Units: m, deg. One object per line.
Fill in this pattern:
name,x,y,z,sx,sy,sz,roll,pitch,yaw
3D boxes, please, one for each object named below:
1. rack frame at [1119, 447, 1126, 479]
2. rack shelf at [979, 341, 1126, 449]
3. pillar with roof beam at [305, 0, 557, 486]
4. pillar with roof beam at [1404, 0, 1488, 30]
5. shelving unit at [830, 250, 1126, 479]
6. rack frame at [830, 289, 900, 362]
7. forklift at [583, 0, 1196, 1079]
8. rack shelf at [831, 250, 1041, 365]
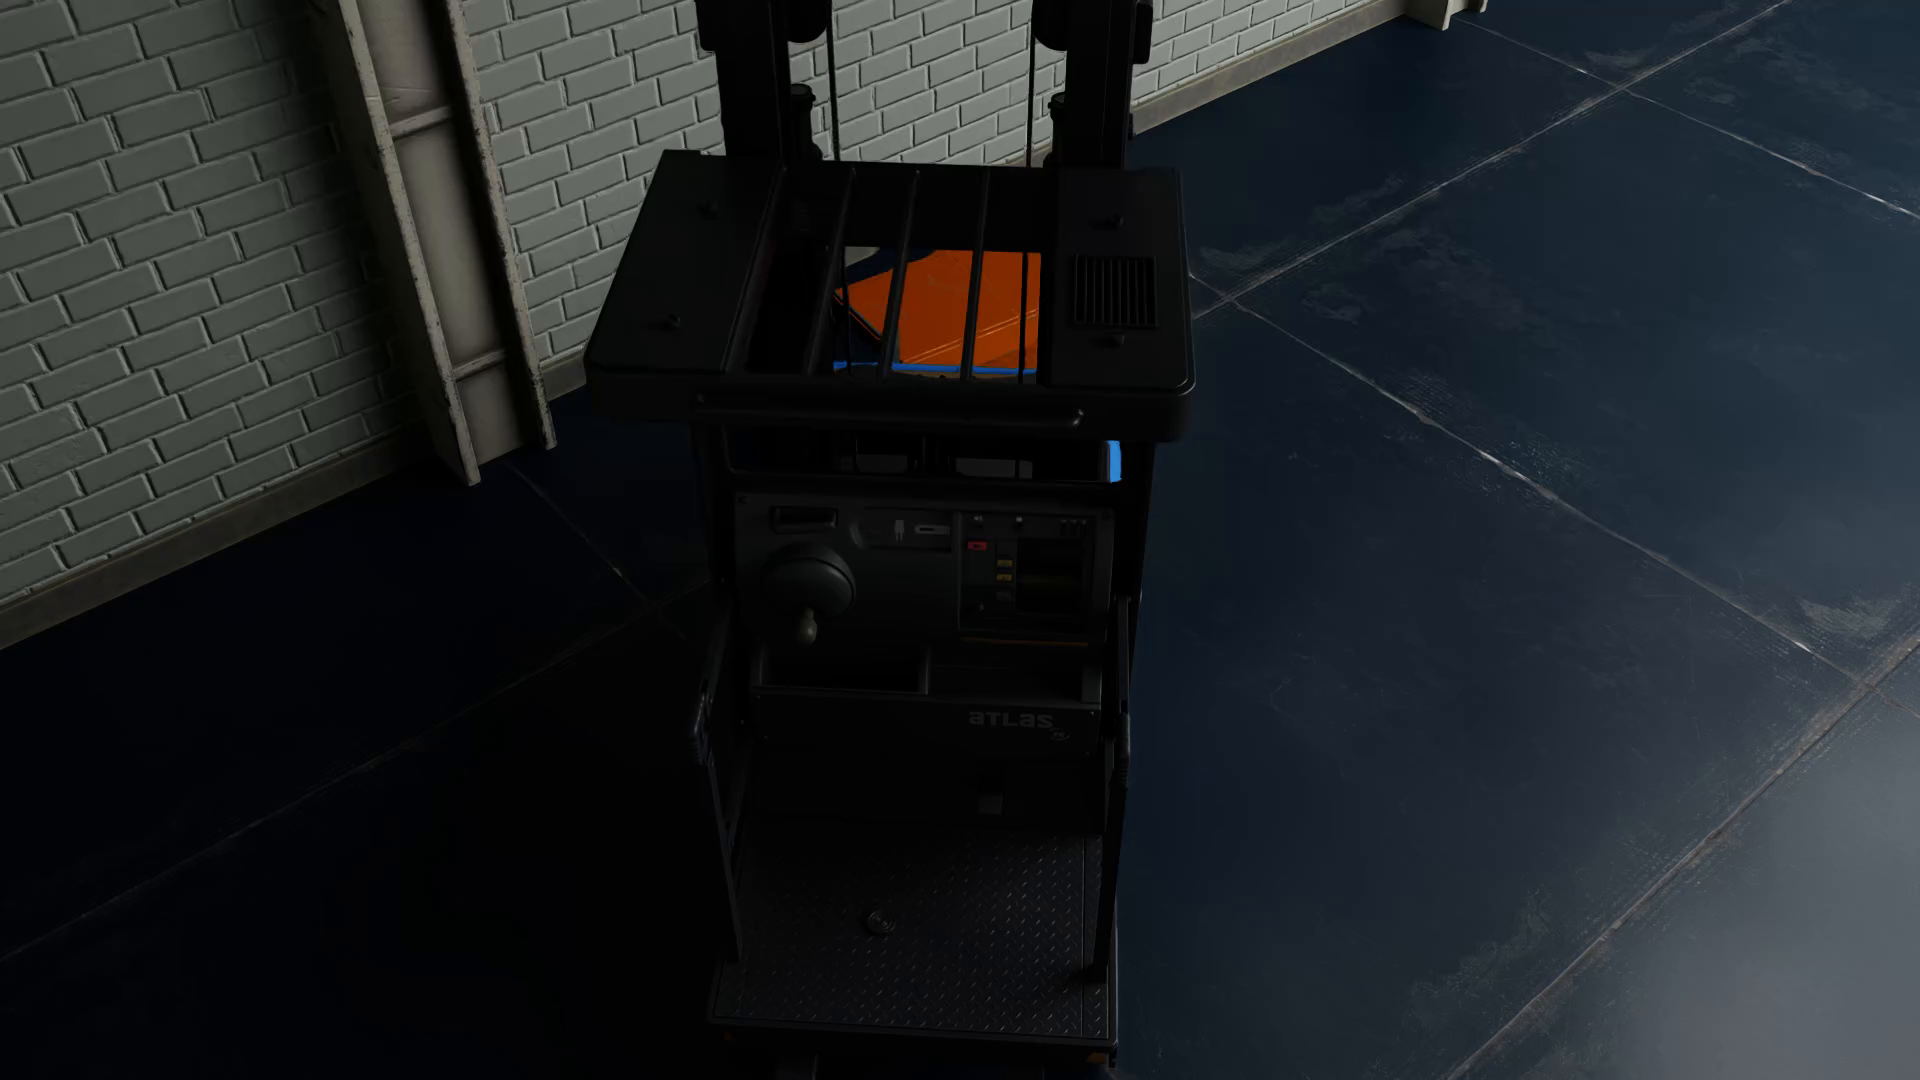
rack frame,0.505,-0.784,6.263,0.032,1.125,0.500,-24,48,-24
rack shelf,0.080,-0.415,6.227,1.000,0.278,0.538,-24,48,-24
pillar with roof beam,0.902,-1.393,1.160,0.400,9.000,9.100,-30,51,-28
pillar with roof beam,5.505,-4.029,3.966,0.400,9.000,9.100,-30,51,-28
shelving unit,0.080,-0.593,6.060,1.048,1.125,0.538,-24,48,-24
rack frame,-0.344,-0.402,5.856,0.032,1.125,0.500,-24,48,-24
forklift,-0.102,0.161,3.937,1.130,2.935,3.031,3,43,3
rack shelf,0.080,-0.806,5.859,1.000,0.278,0.538,-24,48,-24
